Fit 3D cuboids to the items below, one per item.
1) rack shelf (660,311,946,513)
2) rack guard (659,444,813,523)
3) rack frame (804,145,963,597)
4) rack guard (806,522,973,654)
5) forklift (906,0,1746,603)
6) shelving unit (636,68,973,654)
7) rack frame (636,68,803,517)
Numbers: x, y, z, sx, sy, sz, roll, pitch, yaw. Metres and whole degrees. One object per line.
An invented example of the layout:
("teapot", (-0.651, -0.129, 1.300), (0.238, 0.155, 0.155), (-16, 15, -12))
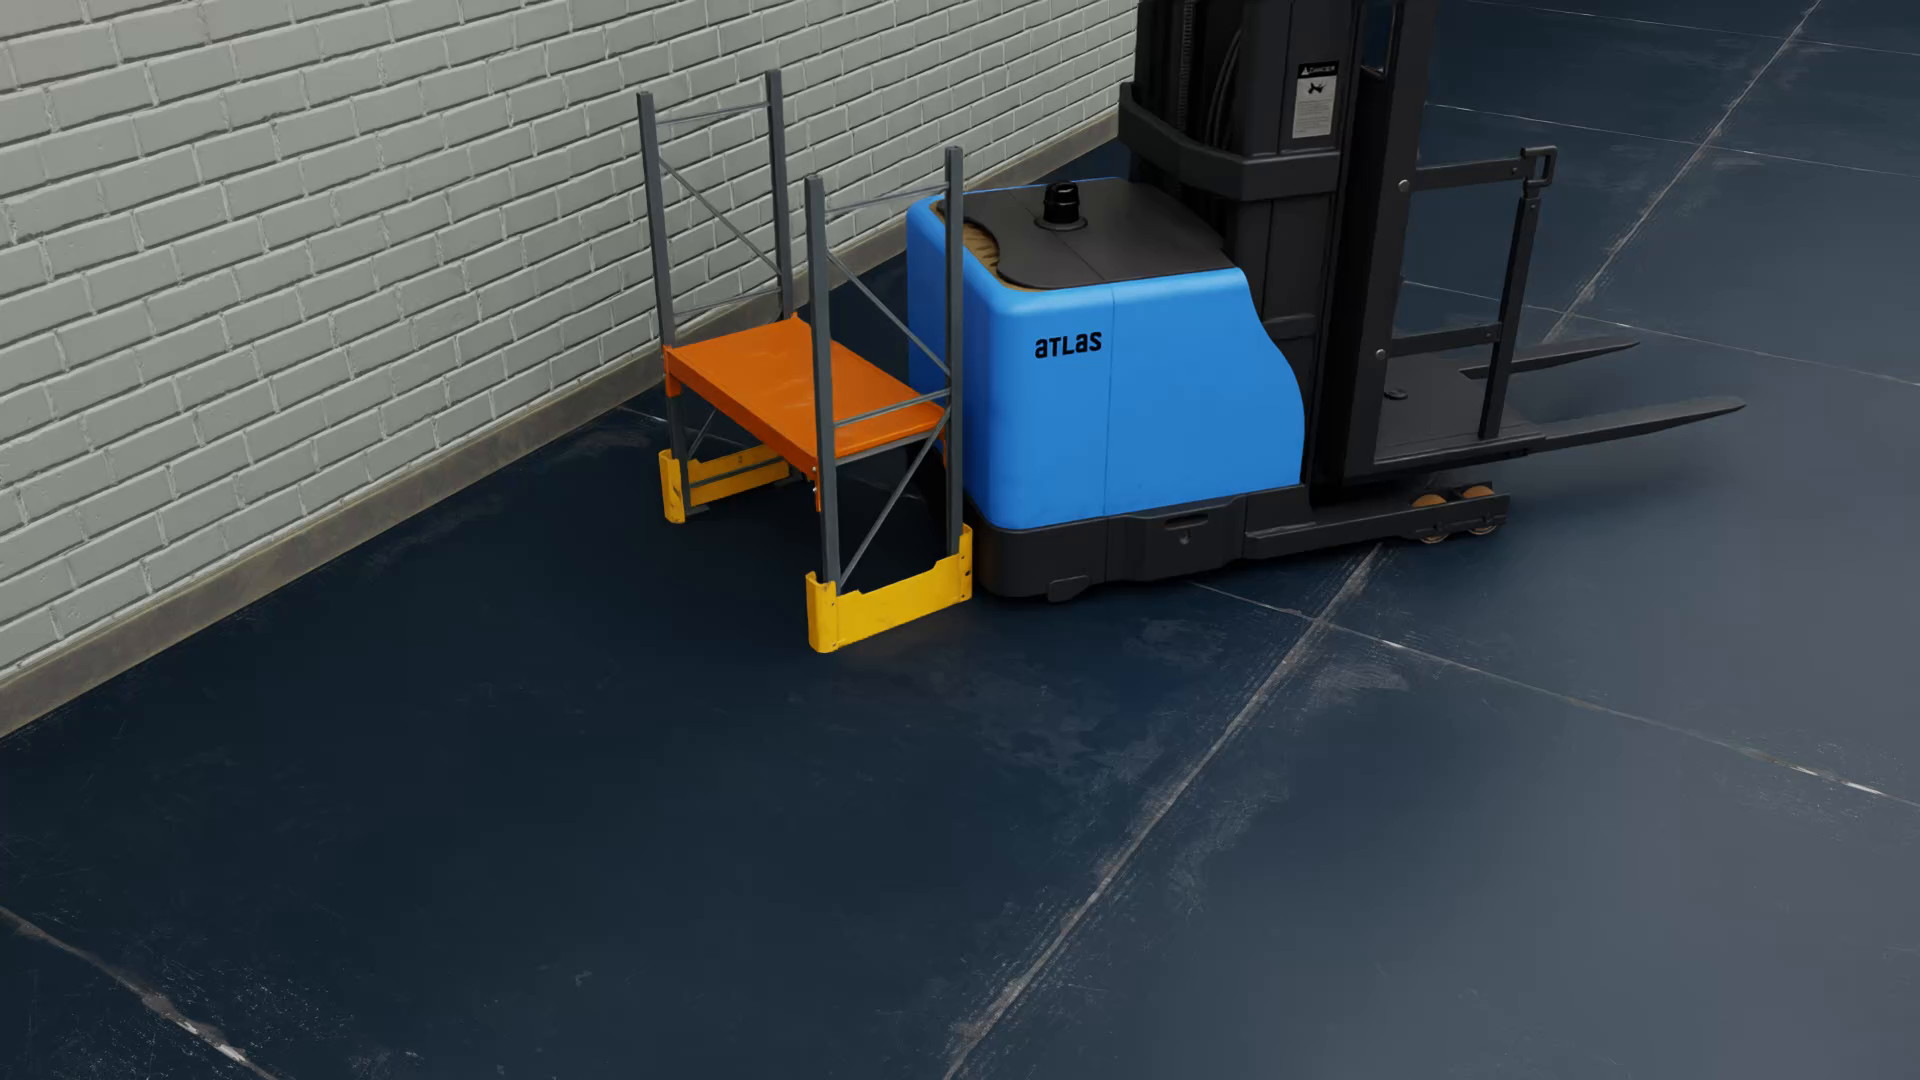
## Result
("rack shelf", (-0.497, -0.440, 5.373), (0.538, 0.185, 1.000), (-20, 36, -30))
("rack guard", (-0.790, -0.264, 5.955), (0.587, 0.250, 0.087), (-20, 36, -30))
("rack frame", (-0.204, -0.386, 4.923), (0.500, 1.500, 0.032), (-20, 36, -30))
("rack guard", (-0.215, 0.146, 5.252), (0.587, 0.250, 0.087), (-20, 36, -30))
("forklift", (1.380, -1.496, 5.406), (3.031, 2.935, 1.130), (-9, 32, -16))
("shelving unit", (-0.503, -0.599, 5.288), (0.587, 1.500, 1.083), (-20, 36, -30))
("rack frame", (-0.791, -0.804, 5.640), (0.500, 1.500, 0.032), (-20, 36, -30))
